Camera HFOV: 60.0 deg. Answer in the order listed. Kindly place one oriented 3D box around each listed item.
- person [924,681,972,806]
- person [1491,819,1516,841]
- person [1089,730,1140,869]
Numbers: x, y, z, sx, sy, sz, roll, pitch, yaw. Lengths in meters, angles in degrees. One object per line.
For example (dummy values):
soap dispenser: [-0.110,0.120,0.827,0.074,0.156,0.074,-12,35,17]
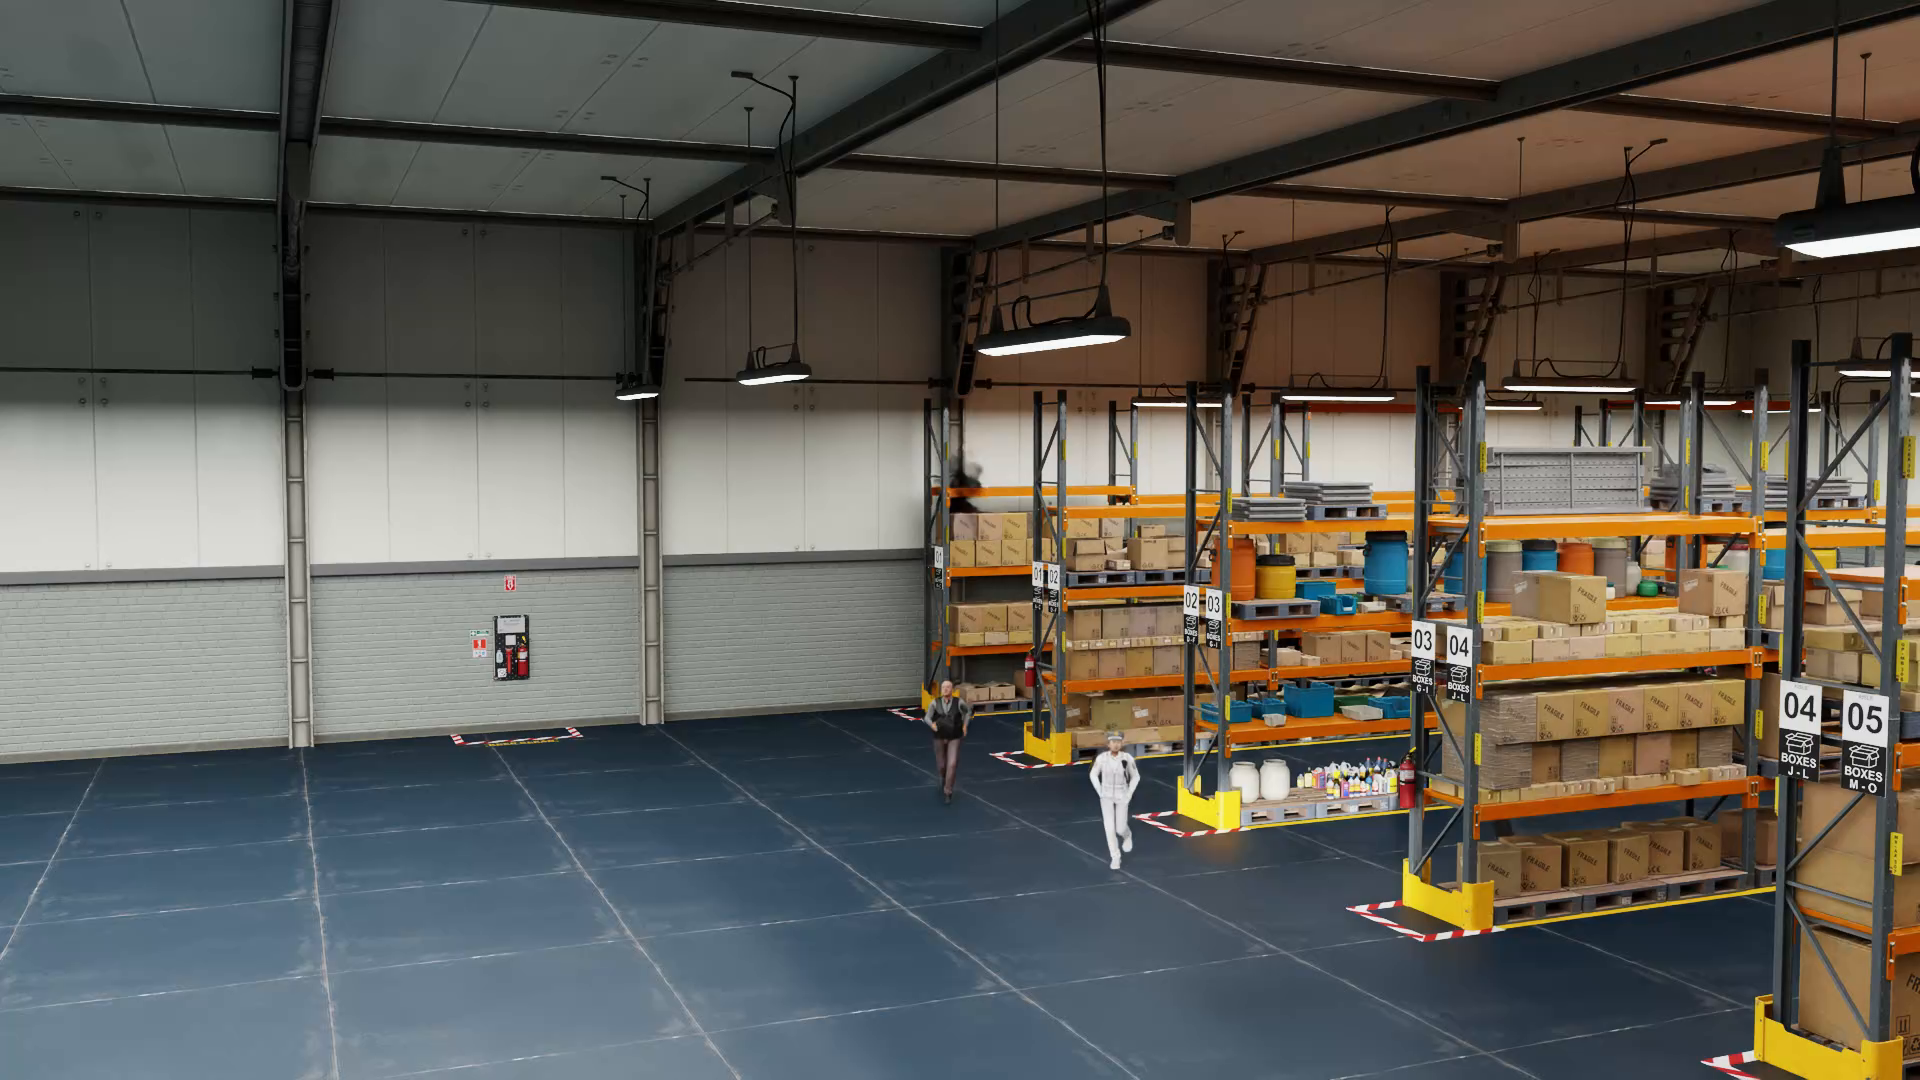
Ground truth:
person: [-0.180,2.897,24.013,0.672,1.719,0.952,0,3,6]
person: [6.735,3.124,20.715,0.720,1.703,0.564,-2,4,-30]
person: [1.890,3.146,20.370,0.613,1.678,0.610,1,3,9]
